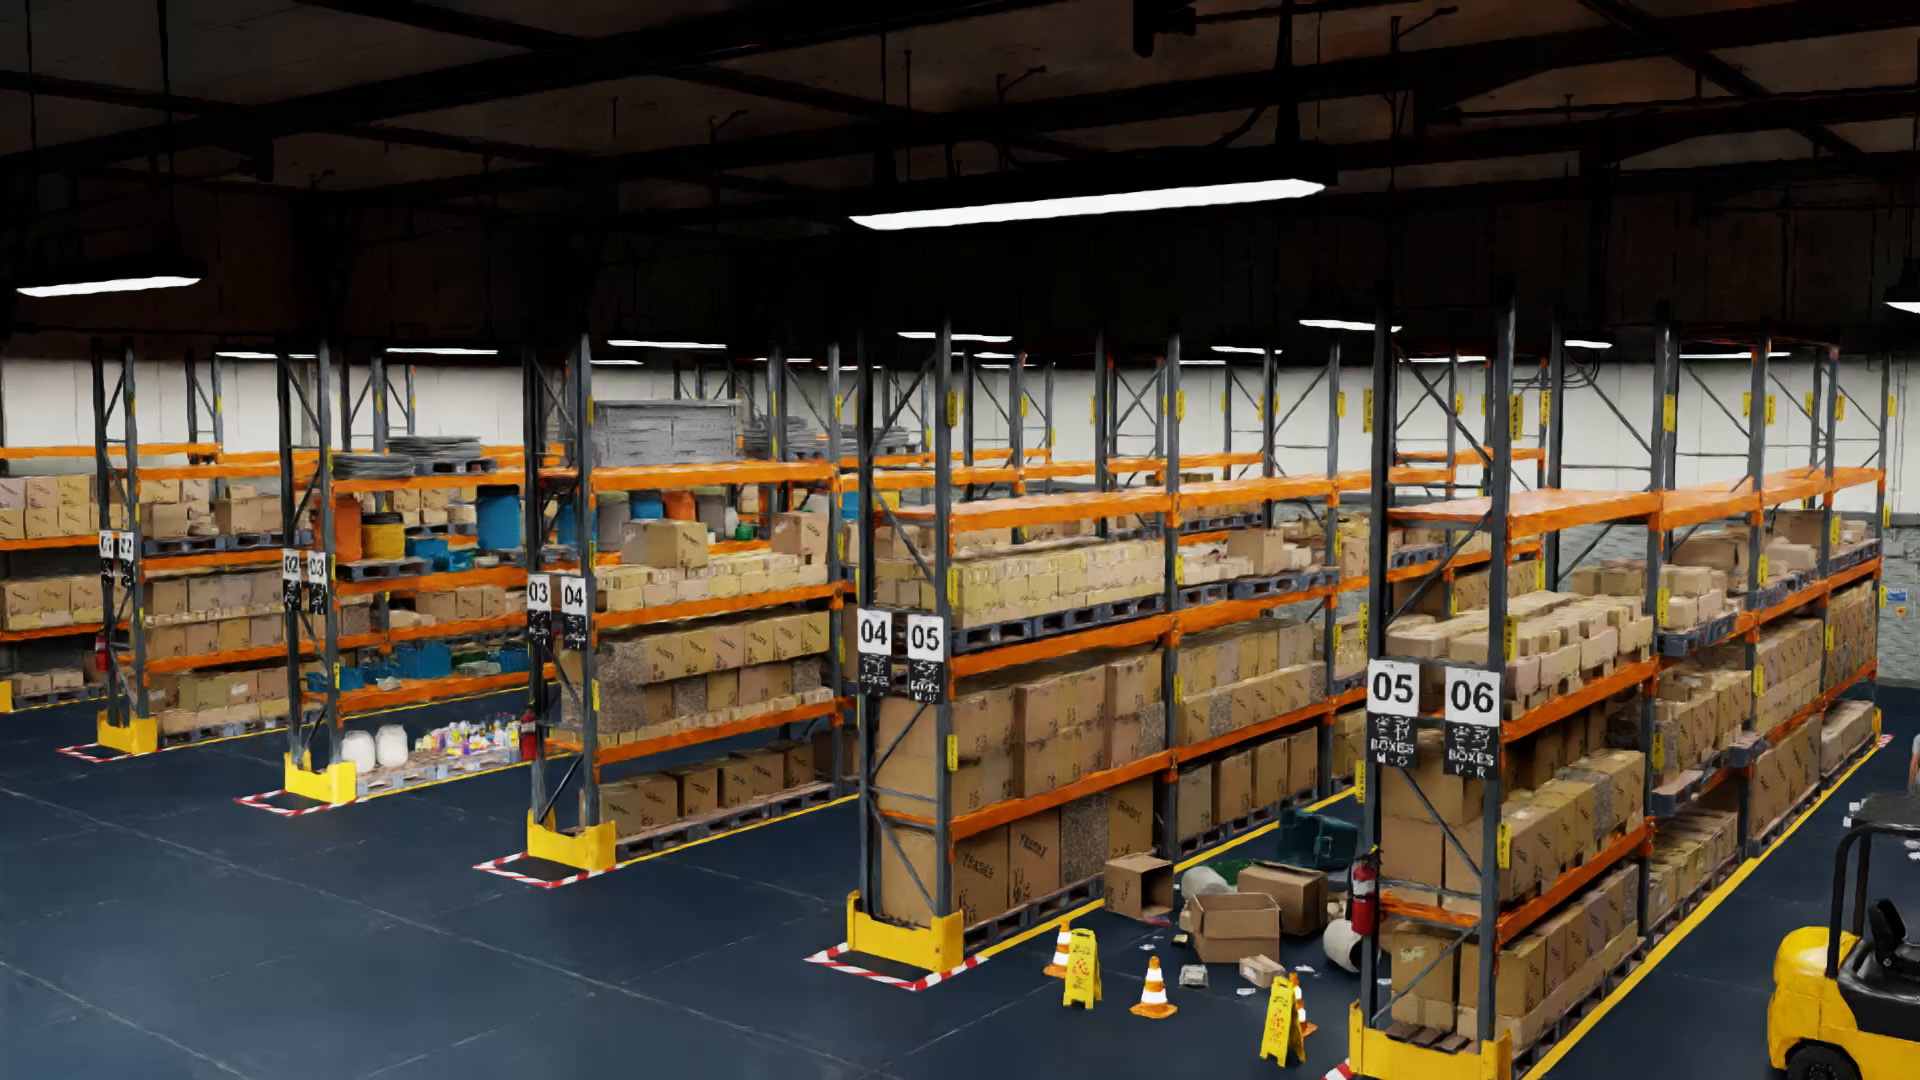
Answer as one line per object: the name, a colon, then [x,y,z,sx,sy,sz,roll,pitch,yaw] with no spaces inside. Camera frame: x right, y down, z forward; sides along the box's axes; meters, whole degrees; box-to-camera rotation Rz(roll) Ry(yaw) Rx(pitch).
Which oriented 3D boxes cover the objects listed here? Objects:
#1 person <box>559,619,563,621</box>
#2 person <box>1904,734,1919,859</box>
person: [-8.298,1.302,35.082,0.422,1.601,0.499,2,5,19]
person: [10.800,2.698,18.601,0.562,1.668,0.569,-2,5,-23]
